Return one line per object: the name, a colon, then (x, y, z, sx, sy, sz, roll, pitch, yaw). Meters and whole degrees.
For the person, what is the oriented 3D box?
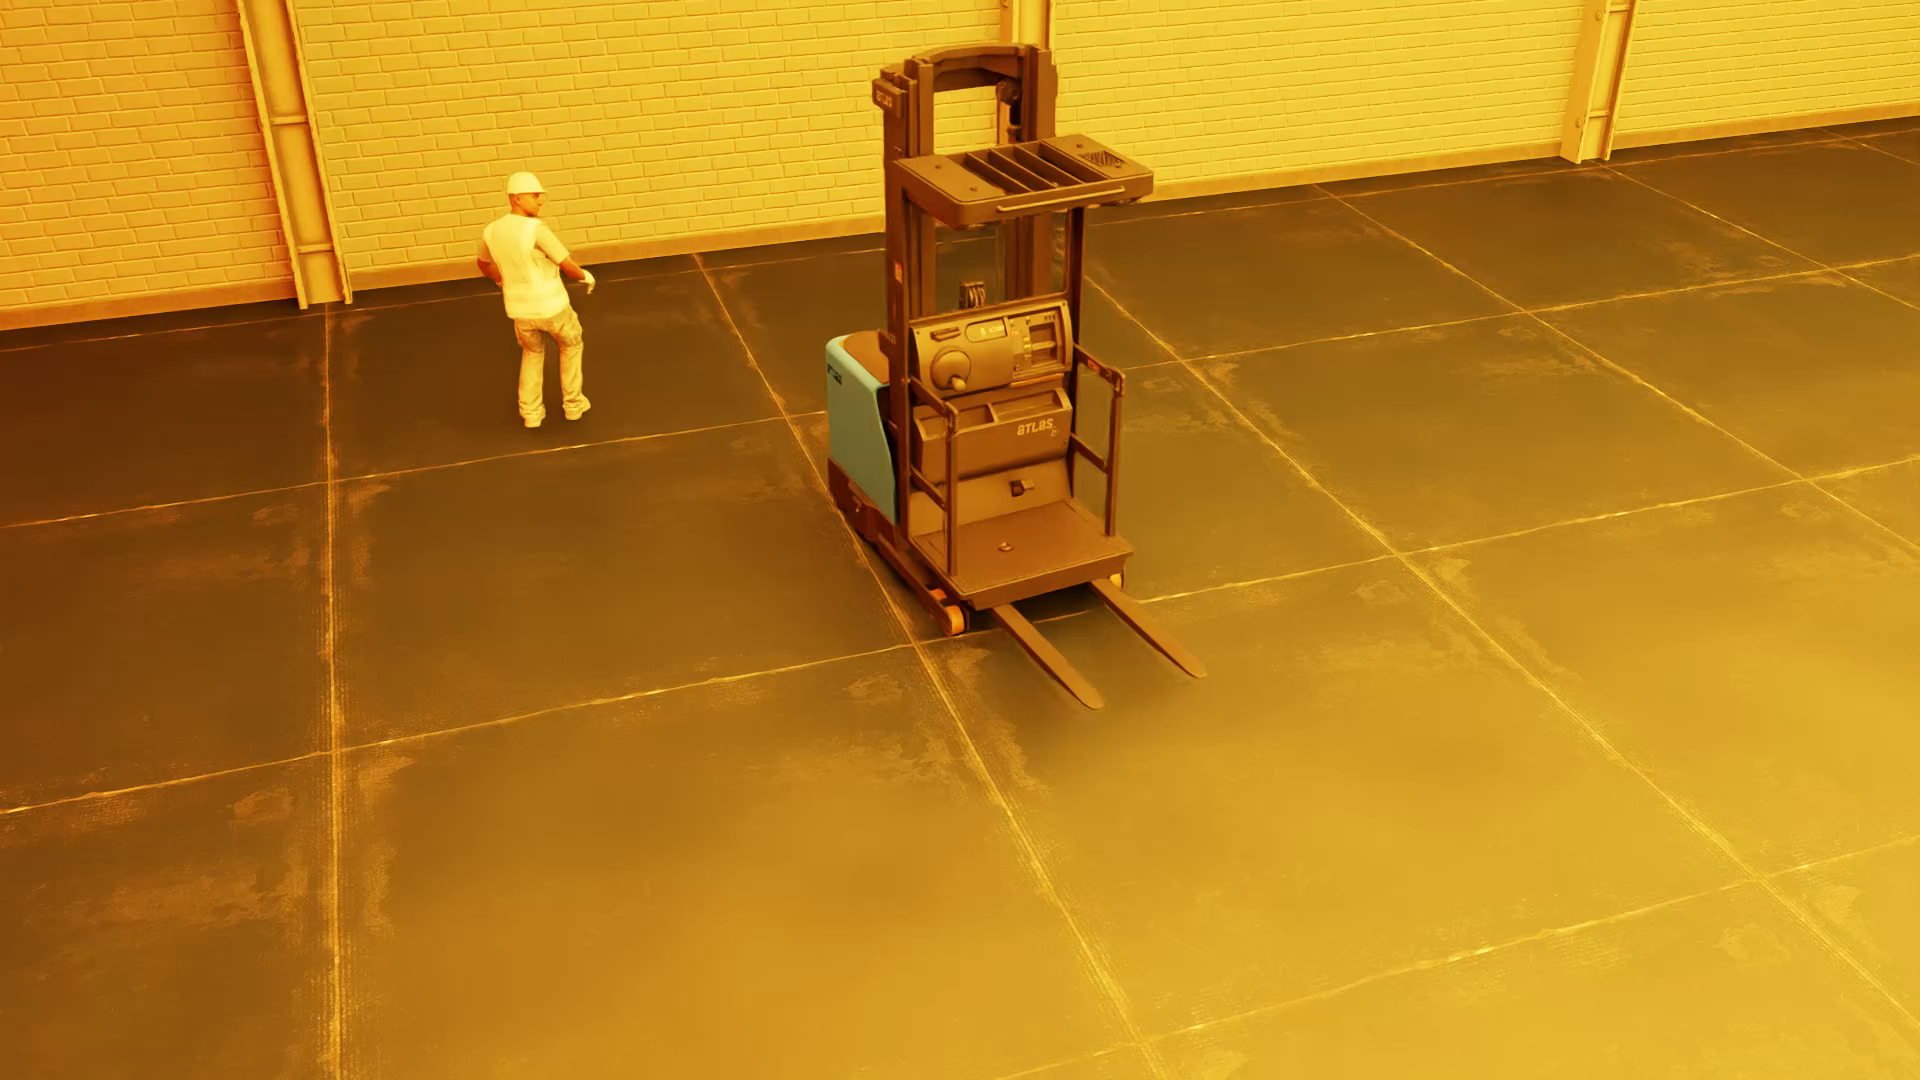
person: (-2.818, -1.592, 11.089, 0.795, 1.724, 0.533, 9, 31, 15)

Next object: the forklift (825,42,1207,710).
forklift: (0.281, -0.999, 8.823, 1.130, 2.935, 3.031, -14, 33, -23)
